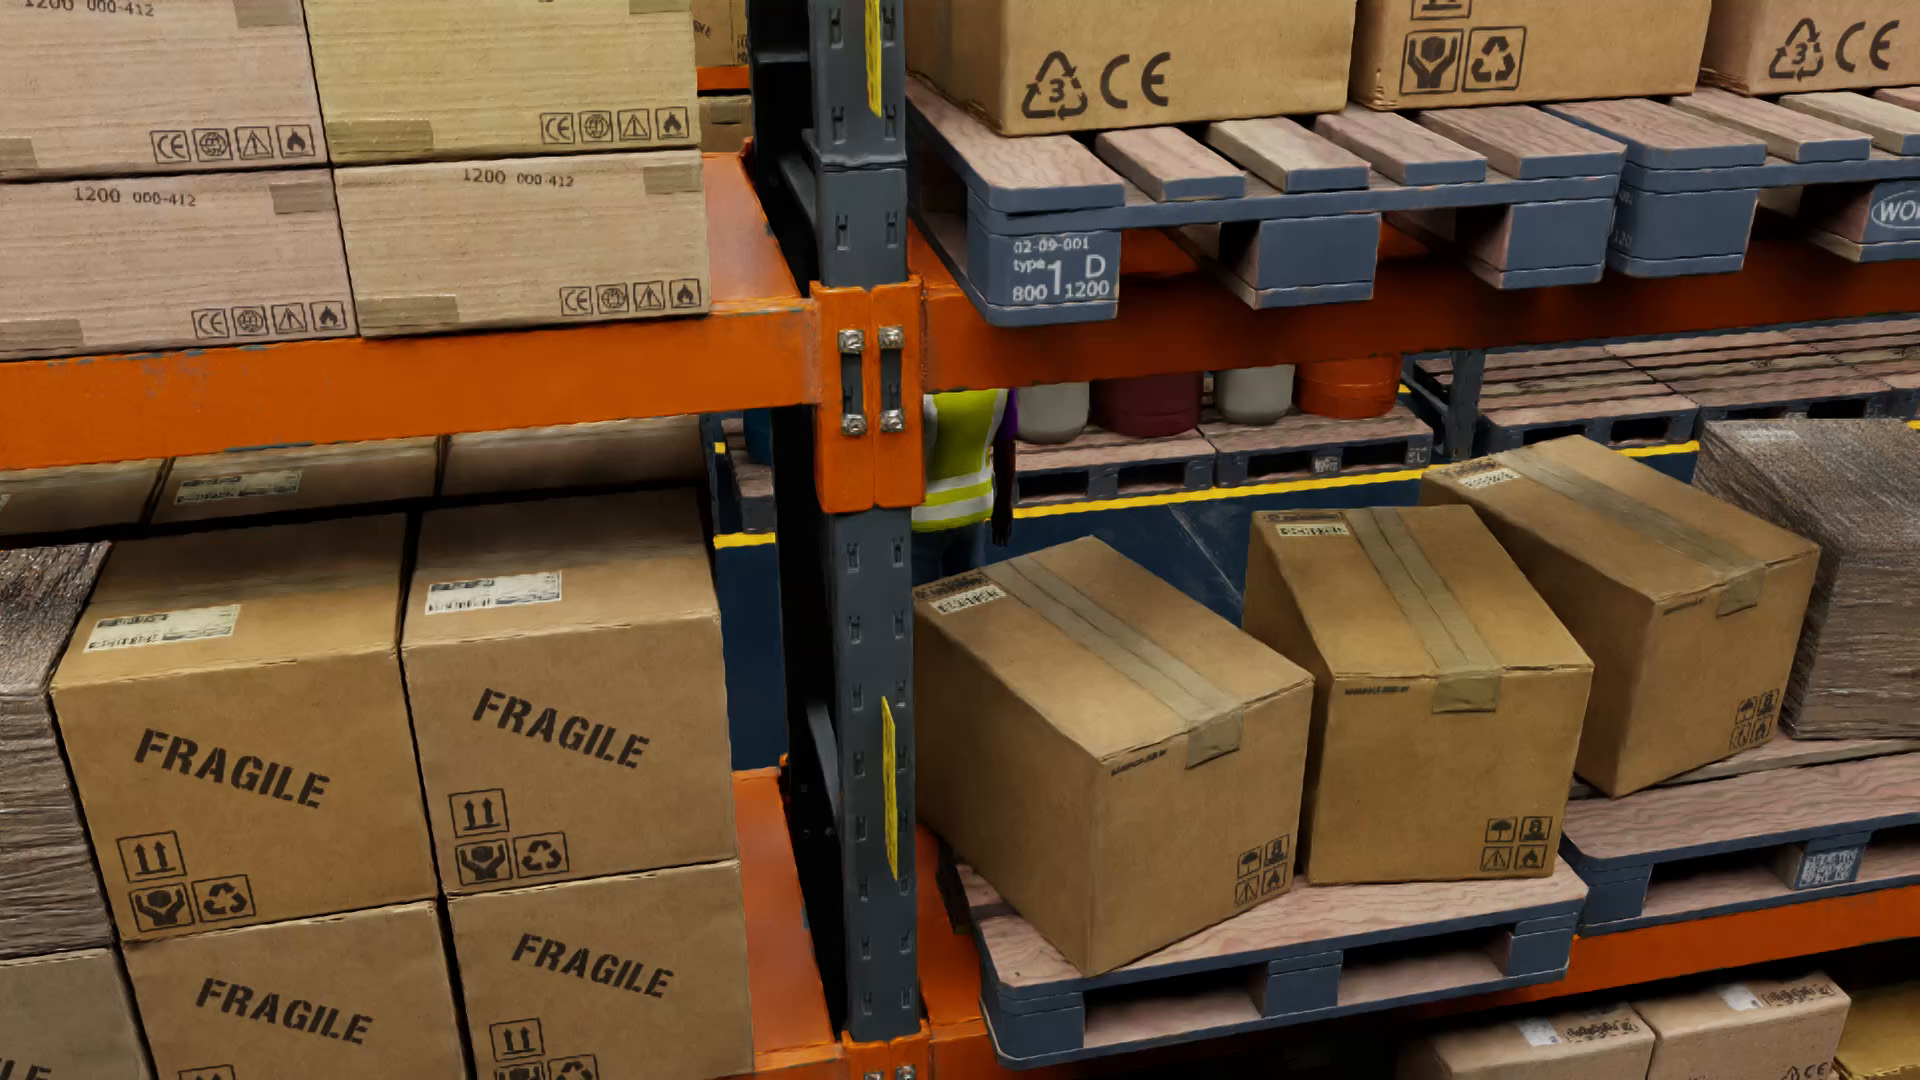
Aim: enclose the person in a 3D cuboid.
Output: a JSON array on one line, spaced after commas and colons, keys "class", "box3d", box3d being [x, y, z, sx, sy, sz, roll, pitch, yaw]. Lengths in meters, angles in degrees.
[{"class": "person", "box3d": [-7.330, -7.717, 13.424, 3.290, 9.000, 24.741, -15, 30, -28]}]
